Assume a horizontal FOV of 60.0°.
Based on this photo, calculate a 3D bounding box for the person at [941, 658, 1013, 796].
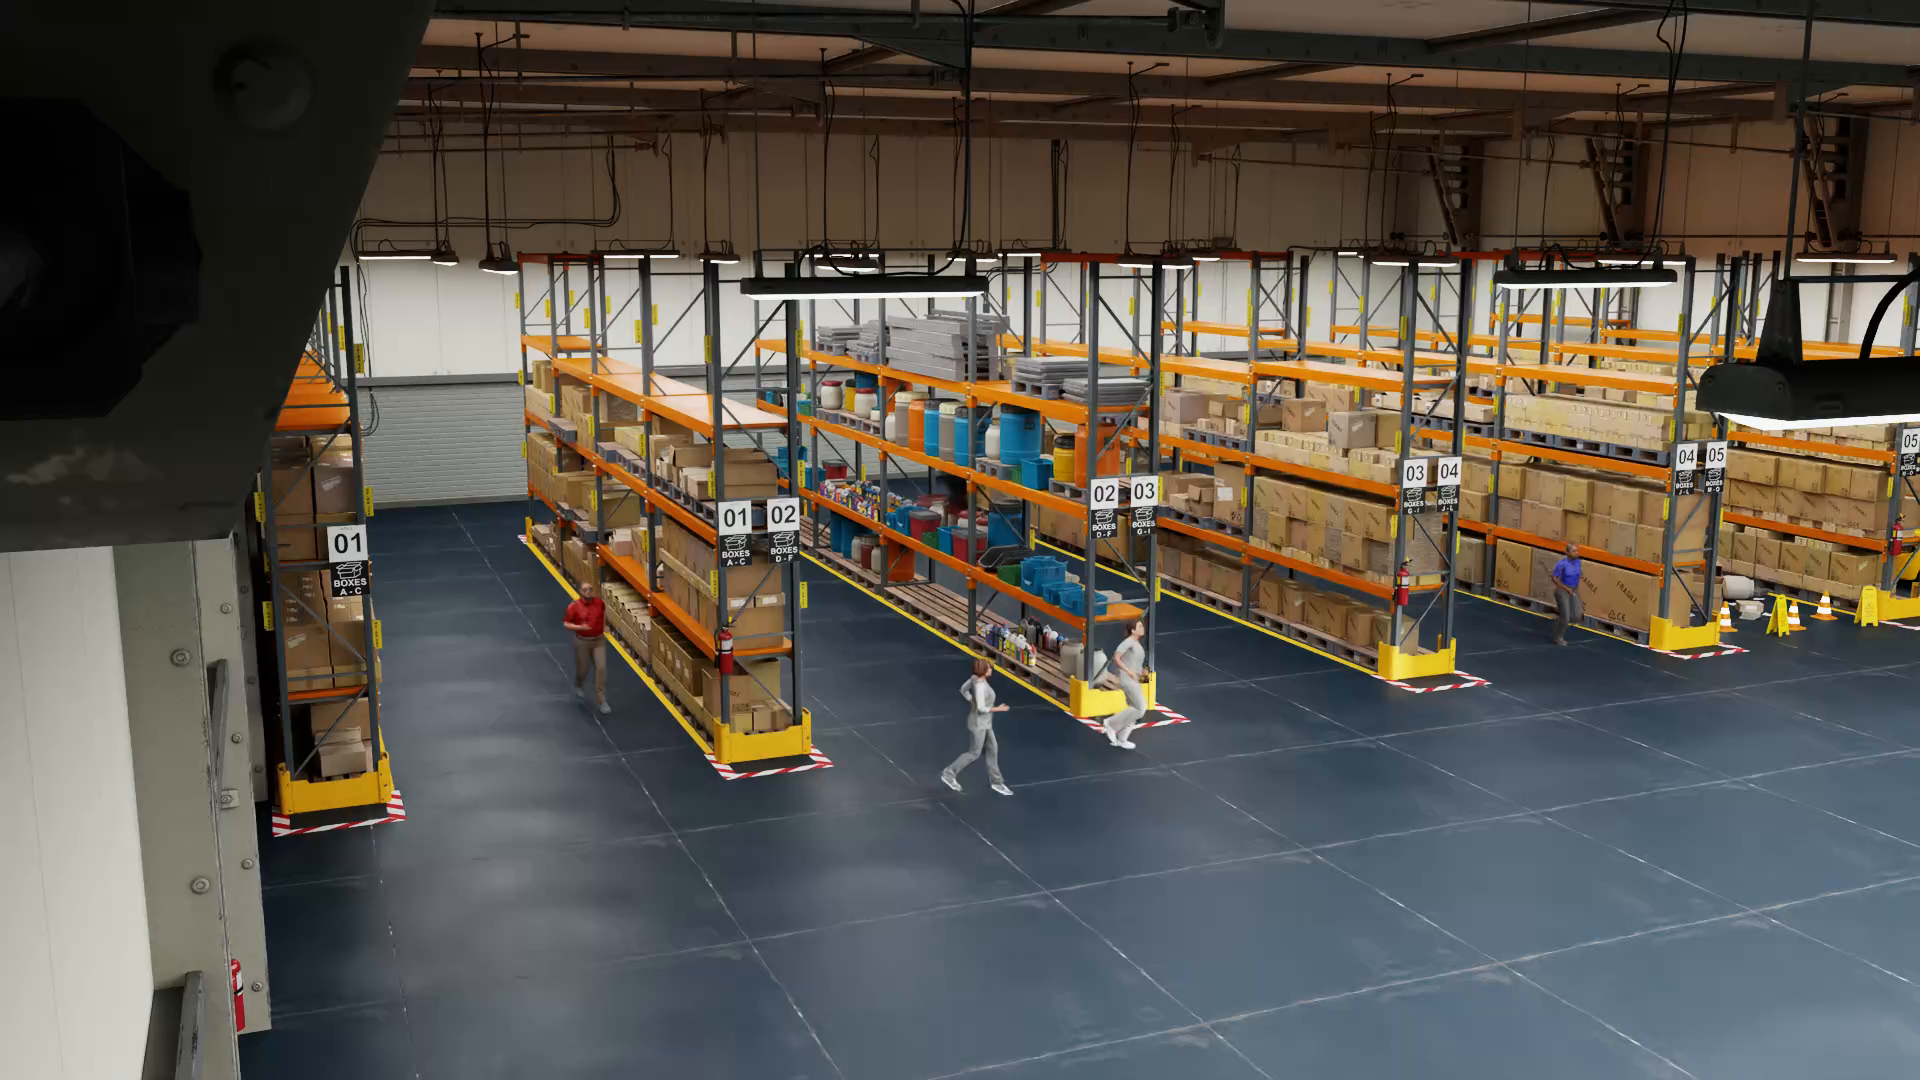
[{"bbox_3d":[0.195,2.132,18.908,0.828,1.629,0.554,0,10,3],"label":"person"}]

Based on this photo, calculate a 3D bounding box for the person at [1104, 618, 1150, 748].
[{"bbox_3d":[2.119,1.775,20.877,0.536,1.616,0.565,3,11,18],"label":"person"}]

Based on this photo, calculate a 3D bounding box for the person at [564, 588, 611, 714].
[{"bbox_3d":[-5.019,1.449,22.429,0.617,1.664,0.967,-6,12,-30],"label":"person"}]

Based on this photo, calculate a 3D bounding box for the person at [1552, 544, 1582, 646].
[{"bbox_3d":[9.504,0.852,25.987,0.576,1.601,0.587,-4,11,-20],"label":"person"}]
